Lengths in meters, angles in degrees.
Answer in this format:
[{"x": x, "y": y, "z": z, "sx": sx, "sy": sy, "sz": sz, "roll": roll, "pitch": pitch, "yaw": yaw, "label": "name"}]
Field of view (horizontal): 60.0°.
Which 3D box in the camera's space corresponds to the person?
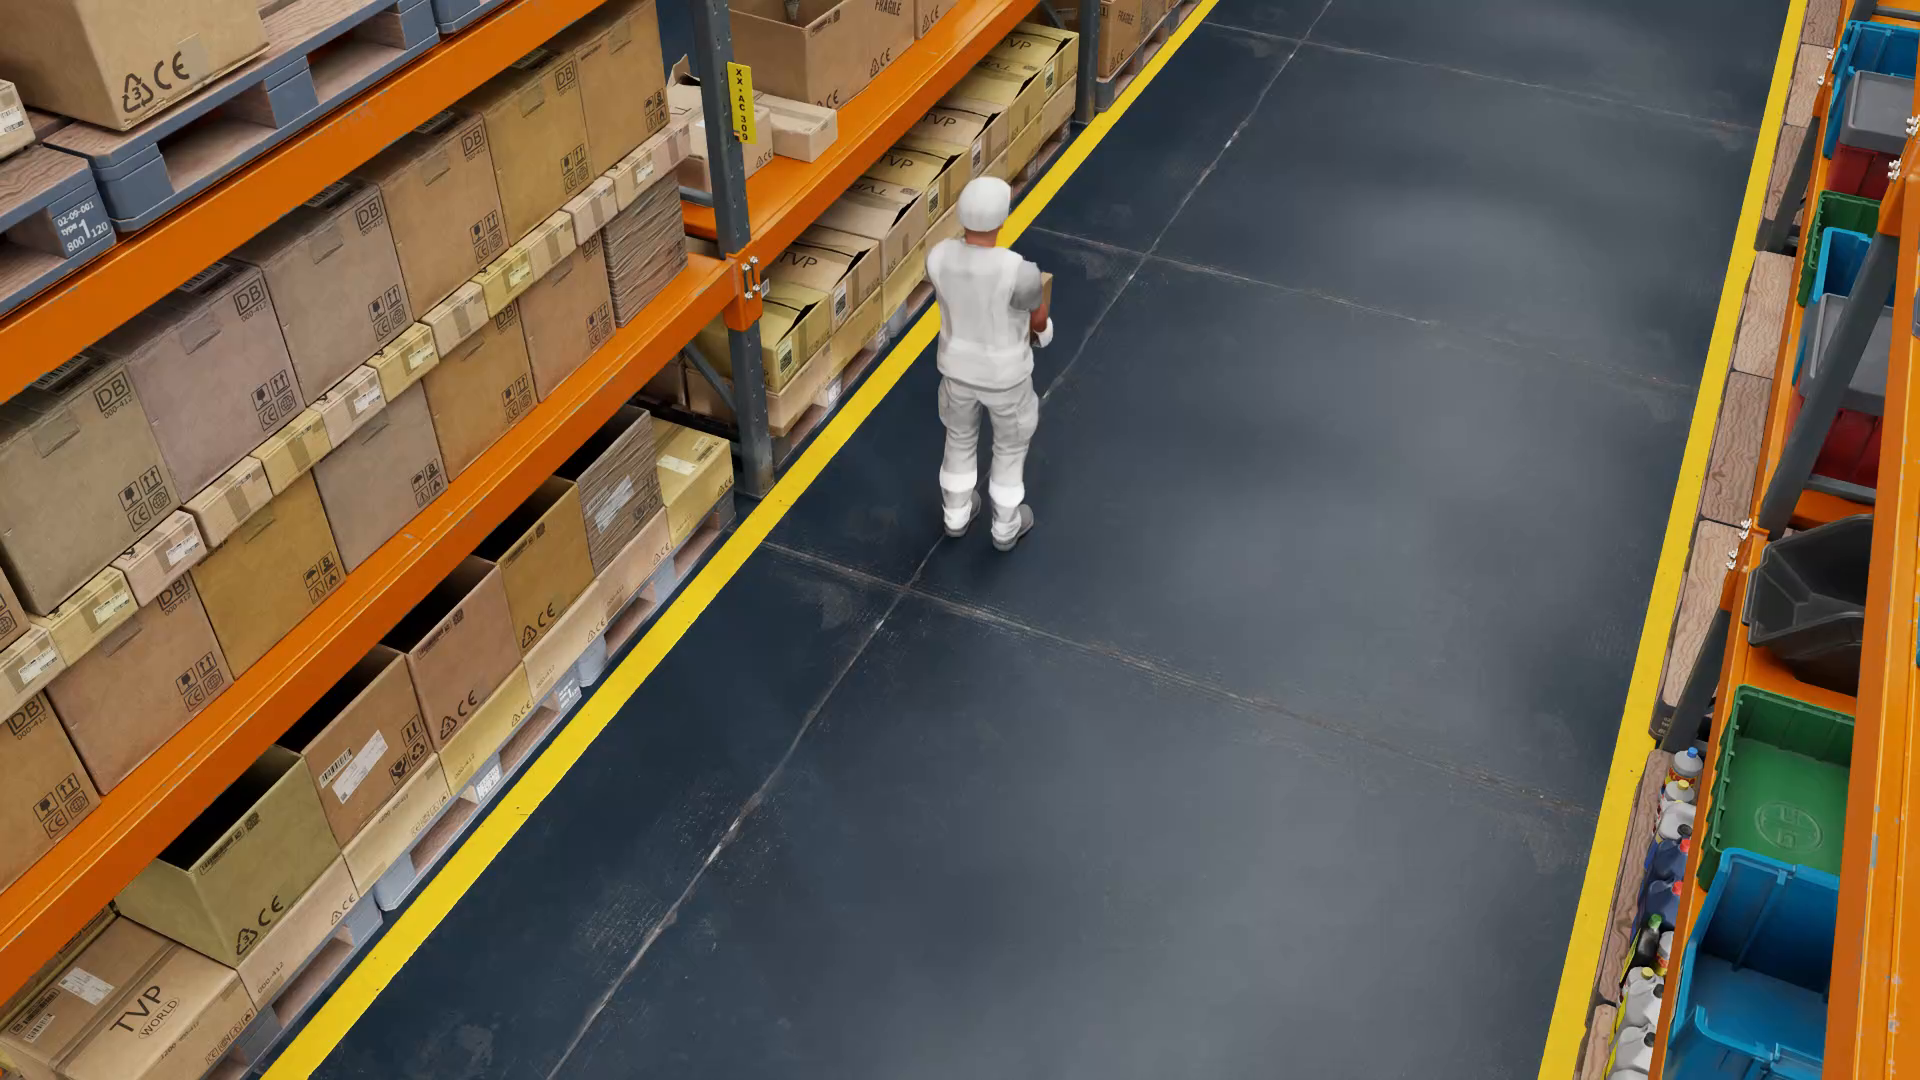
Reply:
[{"x": 0.139, "y": -0.779, "z": 7.019, "sx": 0.495, "sy": 1.786, "sz": 0.551, "roll": 16, "pitch": 44, "yaw": 18, "label": "person"}]
